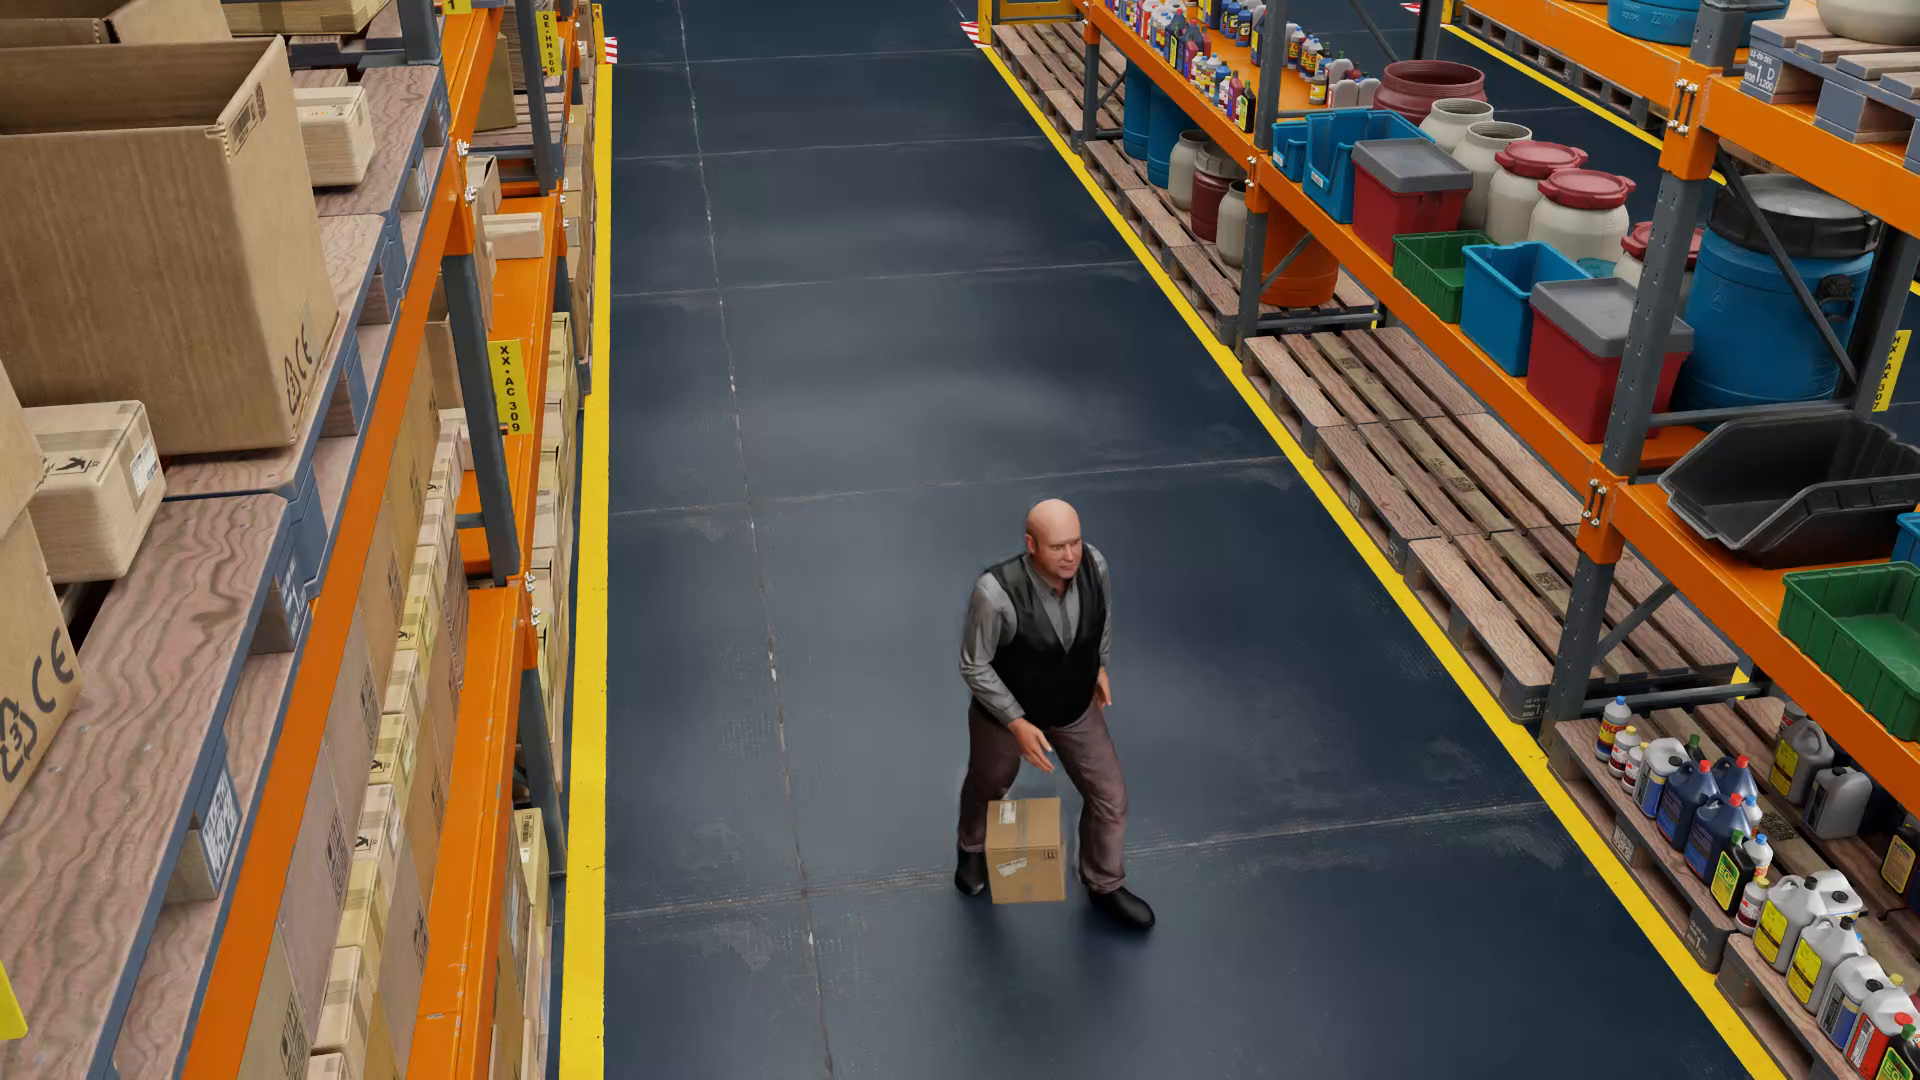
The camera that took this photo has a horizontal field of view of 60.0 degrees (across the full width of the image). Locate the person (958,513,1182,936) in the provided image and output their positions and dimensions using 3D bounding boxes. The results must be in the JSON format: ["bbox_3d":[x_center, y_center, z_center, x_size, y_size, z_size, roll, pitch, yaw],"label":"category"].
[{"bbox_3d":[0.329,0.601,5.661,0.676,1.669,0.791,-14,33,-22],"label":"person"}]
